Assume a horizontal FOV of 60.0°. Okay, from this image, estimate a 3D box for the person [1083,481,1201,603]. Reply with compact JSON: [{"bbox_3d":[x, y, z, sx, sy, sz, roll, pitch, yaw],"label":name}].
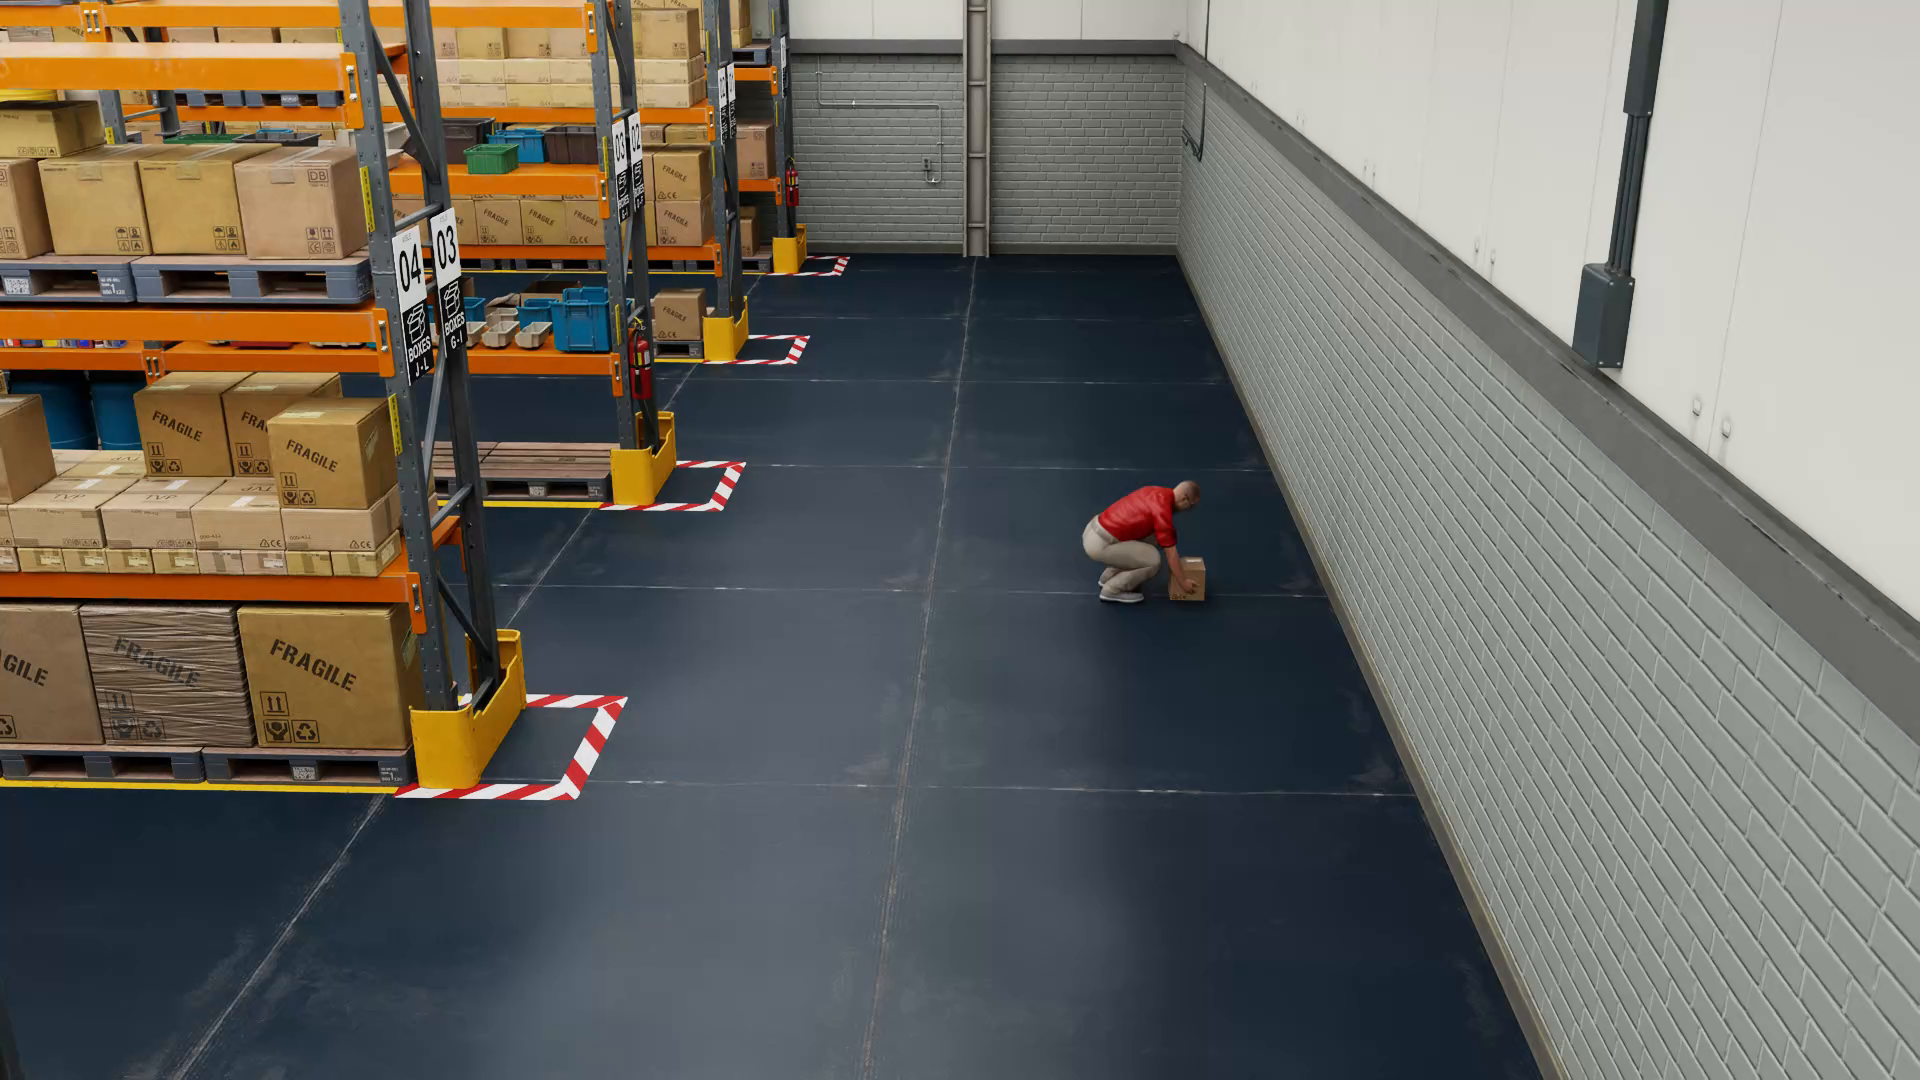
[{"bbox_3d":[1.347,-0.008,12.346,0.869,0.876,0.560,1,21,2],"label":"person"}]
